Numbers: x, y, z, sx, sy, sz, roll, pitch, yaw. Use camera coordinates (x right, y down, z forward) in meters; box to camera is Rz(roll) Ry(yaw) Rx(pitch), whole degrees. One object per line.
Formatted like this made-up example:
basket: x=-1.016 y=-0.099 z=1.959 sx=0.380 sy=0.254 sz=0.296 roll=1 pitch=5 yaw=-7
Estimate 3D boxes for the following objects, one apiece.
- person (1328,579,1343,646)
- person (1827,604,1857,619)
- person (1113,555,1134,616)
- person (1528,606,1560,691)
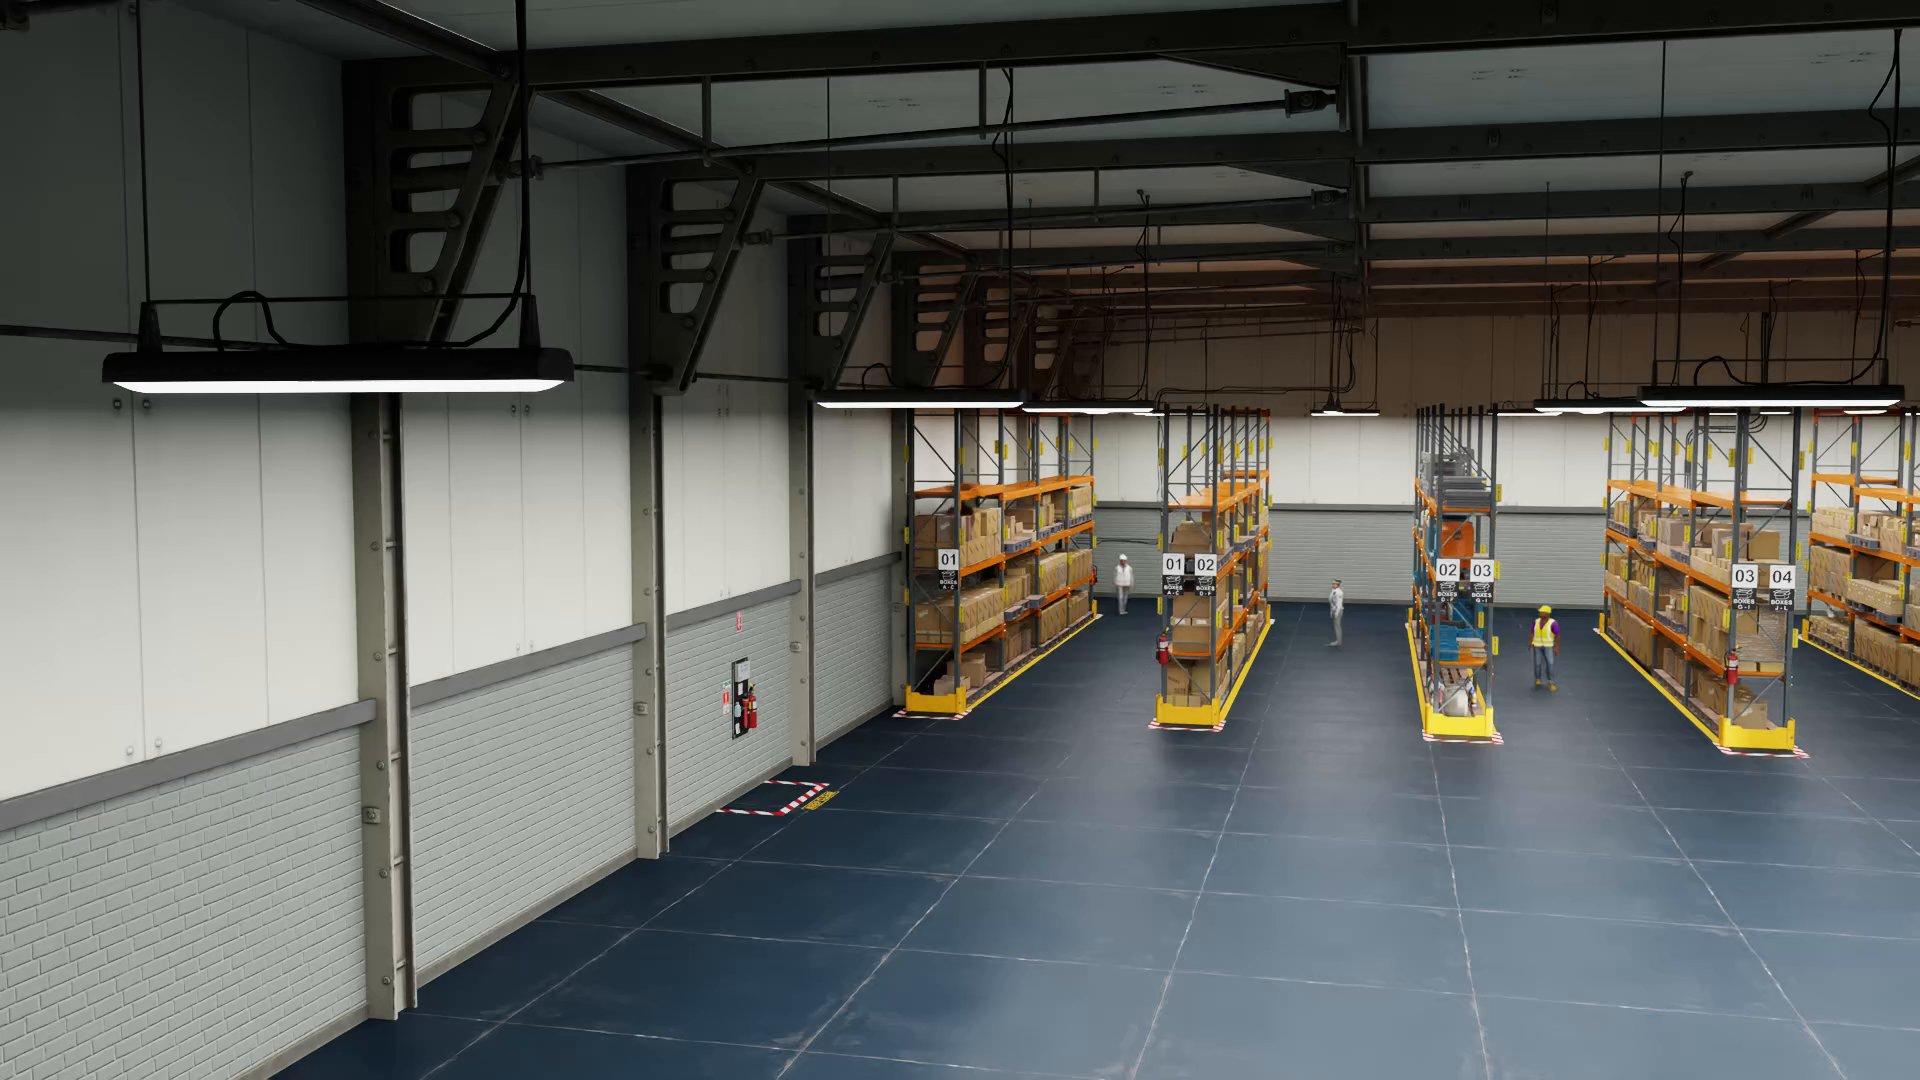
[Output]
person: x=9.490 y=1.816 z=42.003 sx=0.336 sy=1.690 sz=0.509 roll=0 pitch=4 yaw=-4
person: x=24.119 y=1.536 z=45.553 sx=1.017 sy=1.749 sz=0.612 roll=0 pitch=4 yaw=-4
person: x=4.795 y=1.321 z=48.529 sx=0.576 sy=1.768 sz=0.686 roll=-1 pitch=4 yaw=-16
person: x=12.379 y=2.269 z=35.248 sx=0.639 sy=1.739 sz=0.875 roll=1 pitch=4 yaw=15
